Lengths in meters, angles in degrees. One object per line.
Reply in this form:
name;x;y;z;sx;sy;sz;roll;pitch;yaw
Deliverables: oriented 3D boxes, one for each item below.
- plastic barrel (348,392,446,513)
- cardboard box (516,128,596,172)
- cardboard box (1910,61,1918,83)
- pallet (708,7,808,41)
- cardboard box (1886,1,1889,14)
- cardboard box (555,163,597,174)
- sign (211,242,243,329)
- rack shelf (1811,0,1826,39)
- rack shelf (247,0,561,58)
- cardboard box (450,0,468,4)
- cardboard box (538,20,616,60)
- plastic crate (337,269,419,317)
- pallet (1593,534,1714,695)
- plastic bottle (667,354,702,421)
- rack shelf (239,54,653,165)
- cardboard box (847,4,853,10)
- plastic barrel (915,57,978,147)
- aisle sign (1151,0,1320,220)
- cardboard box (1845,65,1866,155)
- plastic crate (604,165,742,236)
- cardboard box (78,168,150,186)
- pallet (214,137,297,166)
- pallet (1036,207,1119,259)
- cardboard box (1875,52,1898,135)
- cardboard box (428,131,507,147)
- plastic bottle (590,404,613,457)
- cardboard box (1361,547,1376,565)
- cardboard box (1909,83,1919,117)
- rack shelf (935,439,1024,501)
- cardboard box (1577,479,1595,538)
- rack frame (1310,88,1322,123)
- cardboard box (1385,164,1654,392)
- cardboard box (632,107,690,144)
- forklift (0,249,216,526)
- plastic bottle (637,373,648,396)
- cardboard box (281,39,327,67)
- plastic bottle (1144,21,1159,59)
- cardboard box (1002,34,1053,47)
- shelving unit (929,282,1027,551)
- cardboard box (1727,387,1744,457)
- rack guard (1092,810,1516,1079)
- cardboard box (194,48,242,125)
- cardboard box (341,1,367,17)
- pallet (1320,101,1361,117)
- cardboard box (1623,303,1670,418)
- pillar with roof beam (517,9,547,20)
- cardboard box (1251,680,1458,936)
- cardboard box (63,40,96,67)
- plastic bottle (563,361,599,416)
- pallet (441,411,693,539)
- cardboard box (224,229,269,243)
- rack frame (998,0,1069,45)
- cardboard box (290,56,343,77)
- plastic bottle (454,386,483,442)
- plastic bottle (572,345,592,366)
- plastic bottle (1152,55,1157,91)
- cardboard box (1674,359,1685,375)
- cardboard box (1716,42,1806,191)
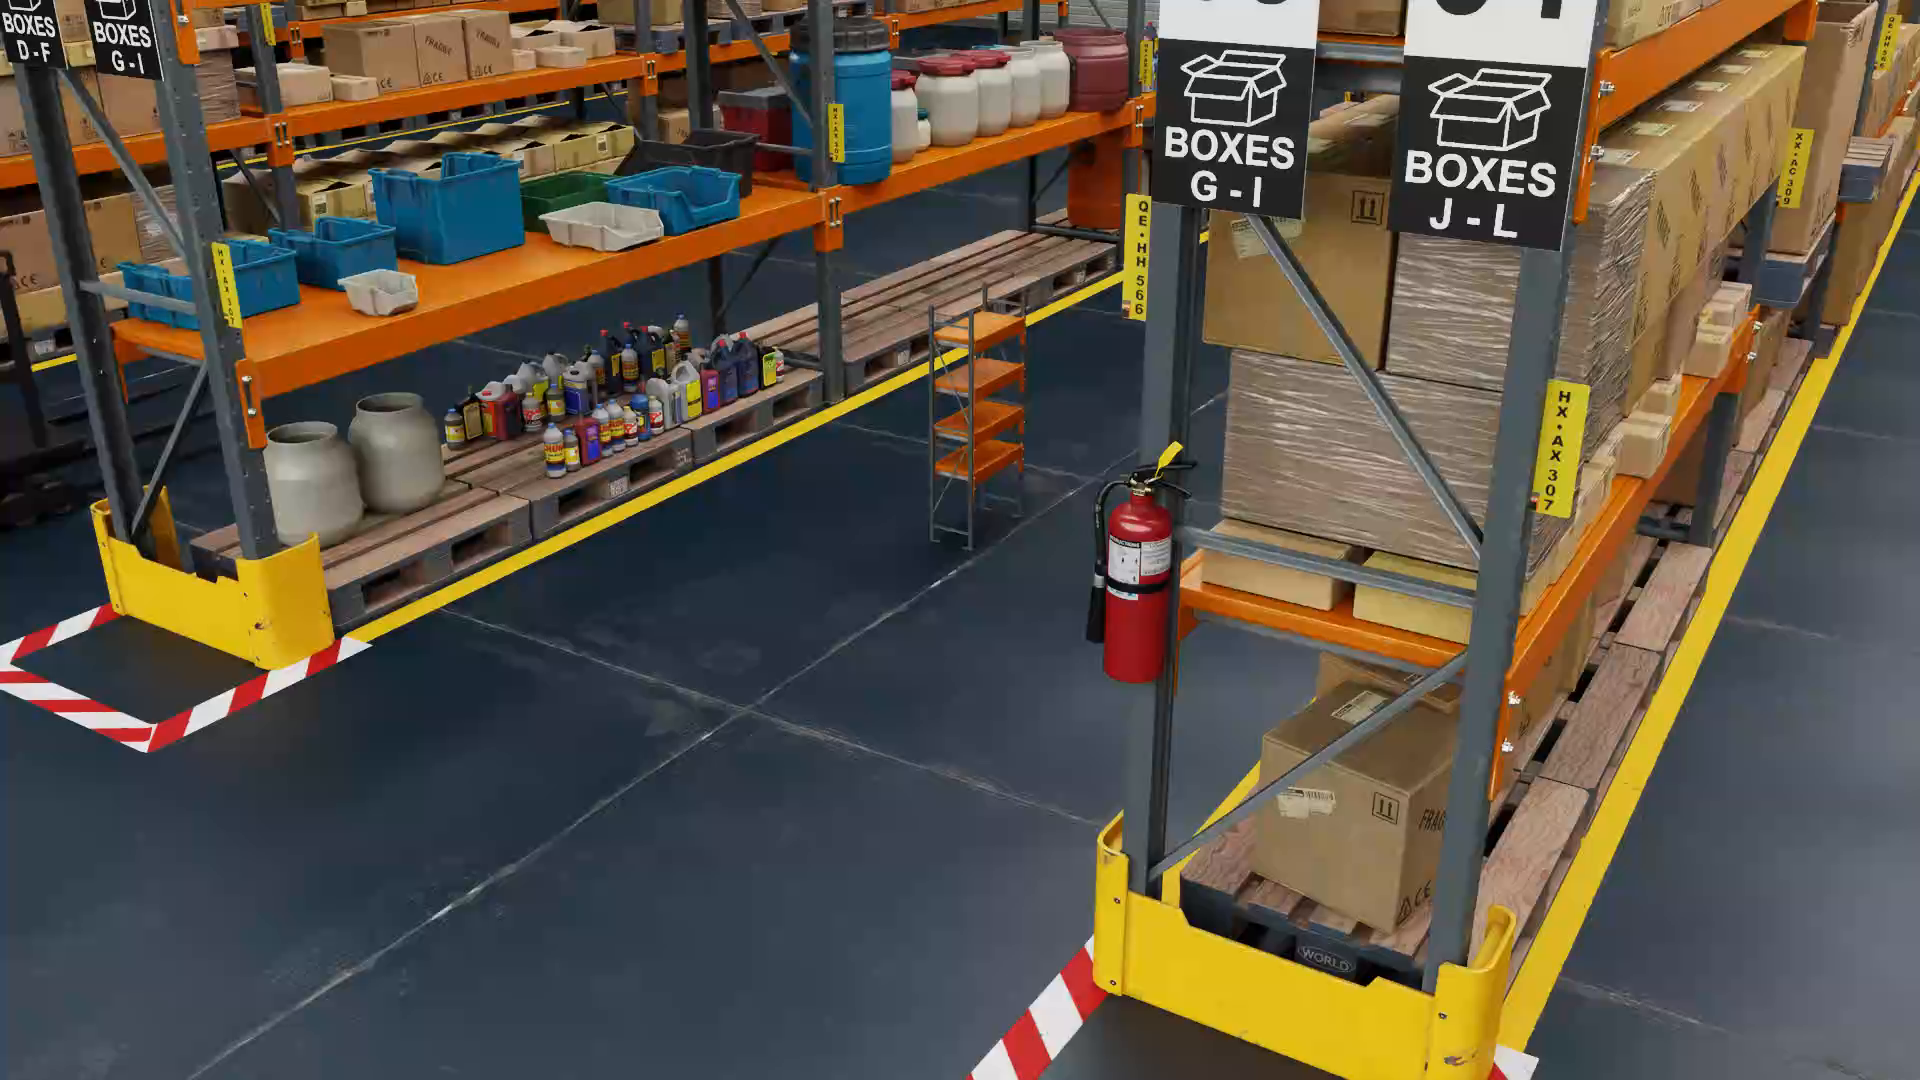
plastic barrel;-2.730;-0.424;8.056;0.421;0.512;0.421;0;23;0
cardboard box;-3.599;-3.488;14.757;0.500;0.311;0.500;13;27;28
cardboard box;7.700;-3.892;13.782;0.380;0.149;0.250;14;27;29
pallet;-2.241;-5.274;16.899;1.003;0.211;1.213;14;27;29
cardboard box;5.896;-3.596;11.393;0.797;0.503;0.637;15;27;30
cardboard box;-3.602;-3.232;14.873;0.500;0.250;0.500;14;27;28
sign;-2.812;-0.976;6.379;0.100;0.325;0.005;14;27;29
rack shelf;4.096;-2.999;8.531;1.077;0.370;4.000;14;27;29
rack shelf;-6.419;-6.086;19.439;1.077;0.370;4.000;14;27;29
cardboard box;-6.009;-6.392;19.532;0.380;0.149;0.250;13;27;28
cardboard box;-3.492;-4.550;15.097;0.500;0.311;0.500;16;28;32
plastic crate;-2.531;-1.079;7.298;0.298;0.136;0.250;14;27;29
pallet;2.717;0.236;7.438;1.003;0.211;1.213;14;27;29
plastic bottle;-1.533;-0.850;9.219;0.144;0.351;0.185;14;27;29
rack shelf;-4.318;-3.700;13.926;1.077;0.370;4.000;14;27;29
cardboard box;-1.107;-6.323;18.955;0.500;0.500;0.500;14;27;30
plastic barrel;-0.089;-2.902;11.007;0.433;0.535;0.433;0;23;0
aisle sign;0.643;-1.162;3.887;0.394;0.787;0.004;14;27;29
cardboard box;4.691;-2.466;9.516;0.700;0.500;0.500;19;30;37
plastic crate;-1.520;-1.817;8.858;0.499;0.251;0.616;14;27;29
cardboard box;-6.141;-2.368;11.934;0.500;0.500;0.500;14;27;29
pallet;-7.887;-4.198;17.682;1.003;0.211;1.213;14;27;29
pallet;1.324;-2.661;14.130;1.003;0.211;1.213;14;27;29
cardboard box;6.176;-3.129;11.575;0.500;0.500;0.500;13;27;28
cardboard box;-4.330;-3.427;14.617;0.500;0.311;0.500;13;27;28
plastic bottle;-1.875;-0.577;8.689;0.097;0.271;0.097;0;23;0
cardboard box;1.038;-0.036;4.873;0.380;0.149;0.250;14;27;29
cardboard box;8.152;-3.705;15.178;0.875;0.875;0.875;14;27;29
rack shelf;0.087;-0.363;8.246;0.258;0.148;0.480;14;27;29
cardboard box;1.691;-0.109;5.041;0.380;0.149;0.250;14;27;29
rack frame;3.053;-5.015;16.060;1.000;3.000;0.127;14;27;29
cardboard box;1.453;-0.697;4.326;0.500;0.500;0.500;14;27;29
cardboard box;-2.780;-3.853;15.968;0.500;0.500;0.500;15;28;31
forklift;-5.217;-1.514;8.058;1.130;2.935;3.031;15;28;31
plastic bottle;-1.713;-0.787;9.158;0.061;0.283;0.133;14;27;29
cardboard box;-6.974;-5.168;18.590;0.750;0.750;0.750;13;27;28
plastic bottle;1.684;-4.407;14.716;0.144;0.351;0.185;14;27;29
cardboard box;0.879;-6.224;21.445;0.500;0.500;0.500;14;27;29
shelving unit;0.087;-0.606;8.141;0.258;1.200;0.503;14;27;29
cardboard box;3.651;-0.692;8.665;0.700;0.500;0.500;14;27;29
rack guard;0.971;1.194;4.862;1.175;0.500;0.348;14;27;29
cardboard box;-5.602;-3.249;11.855;0.700;0.500;0.500;13;27;28
cardboard box;-6.751;-5.853;18.286;0.380;0.149;0.250;15;27;31
pallet;4.695;-4.816;19.108;1.003;0.211;1.213;14;27;29
cardboard box;1.980;-0.810;5.844;0.875;0.500;0.500;14;27;29
pillar with roof beam;-2.072;-9.360;18.544;9.100;9.000;0.400;14;27;29
cardboard box;1.275;0.820;5.198;0.500;0.500;0.500;20;30;38
cardboard box;-5.873;-3.218;10.967;0.380;0.149;0.250;14;27;29
plastic bottle;-2.130;-0.852;9.317;0.152;0.276;0.135;14;27;29
pallet;-2.199;-0.404;8.918;1.003;0.211;1.213;14;27;29
cardboard box;-5.432;-2.083;12.219;0.500;0.250;0.500;14;27;29
rack frame;0.957;-7.405;21.579;1.000;3.000;0.127;14;27;29
cardboard box;-5.065;-3.628;13.024;0.396;0.266;0.258;13;27;28
plastic bottle;-2.634;-0.676;8.900;0.061;0.283;0.133;15;27;30
plastic bottle;-2.167;-0.975;9.591;0.061;0.283;0.133;15;28;31
plastic bottle;1.530;-3.718;13.225;0.097;0.271;0.097;0;23;0
cardboard box;2.476;-0.616;6.214;0.380;0.149;0.250;14;27;29
cardboard box;3.037;-1.709;6.663;0.500;0.500;0.500;14;27;29
